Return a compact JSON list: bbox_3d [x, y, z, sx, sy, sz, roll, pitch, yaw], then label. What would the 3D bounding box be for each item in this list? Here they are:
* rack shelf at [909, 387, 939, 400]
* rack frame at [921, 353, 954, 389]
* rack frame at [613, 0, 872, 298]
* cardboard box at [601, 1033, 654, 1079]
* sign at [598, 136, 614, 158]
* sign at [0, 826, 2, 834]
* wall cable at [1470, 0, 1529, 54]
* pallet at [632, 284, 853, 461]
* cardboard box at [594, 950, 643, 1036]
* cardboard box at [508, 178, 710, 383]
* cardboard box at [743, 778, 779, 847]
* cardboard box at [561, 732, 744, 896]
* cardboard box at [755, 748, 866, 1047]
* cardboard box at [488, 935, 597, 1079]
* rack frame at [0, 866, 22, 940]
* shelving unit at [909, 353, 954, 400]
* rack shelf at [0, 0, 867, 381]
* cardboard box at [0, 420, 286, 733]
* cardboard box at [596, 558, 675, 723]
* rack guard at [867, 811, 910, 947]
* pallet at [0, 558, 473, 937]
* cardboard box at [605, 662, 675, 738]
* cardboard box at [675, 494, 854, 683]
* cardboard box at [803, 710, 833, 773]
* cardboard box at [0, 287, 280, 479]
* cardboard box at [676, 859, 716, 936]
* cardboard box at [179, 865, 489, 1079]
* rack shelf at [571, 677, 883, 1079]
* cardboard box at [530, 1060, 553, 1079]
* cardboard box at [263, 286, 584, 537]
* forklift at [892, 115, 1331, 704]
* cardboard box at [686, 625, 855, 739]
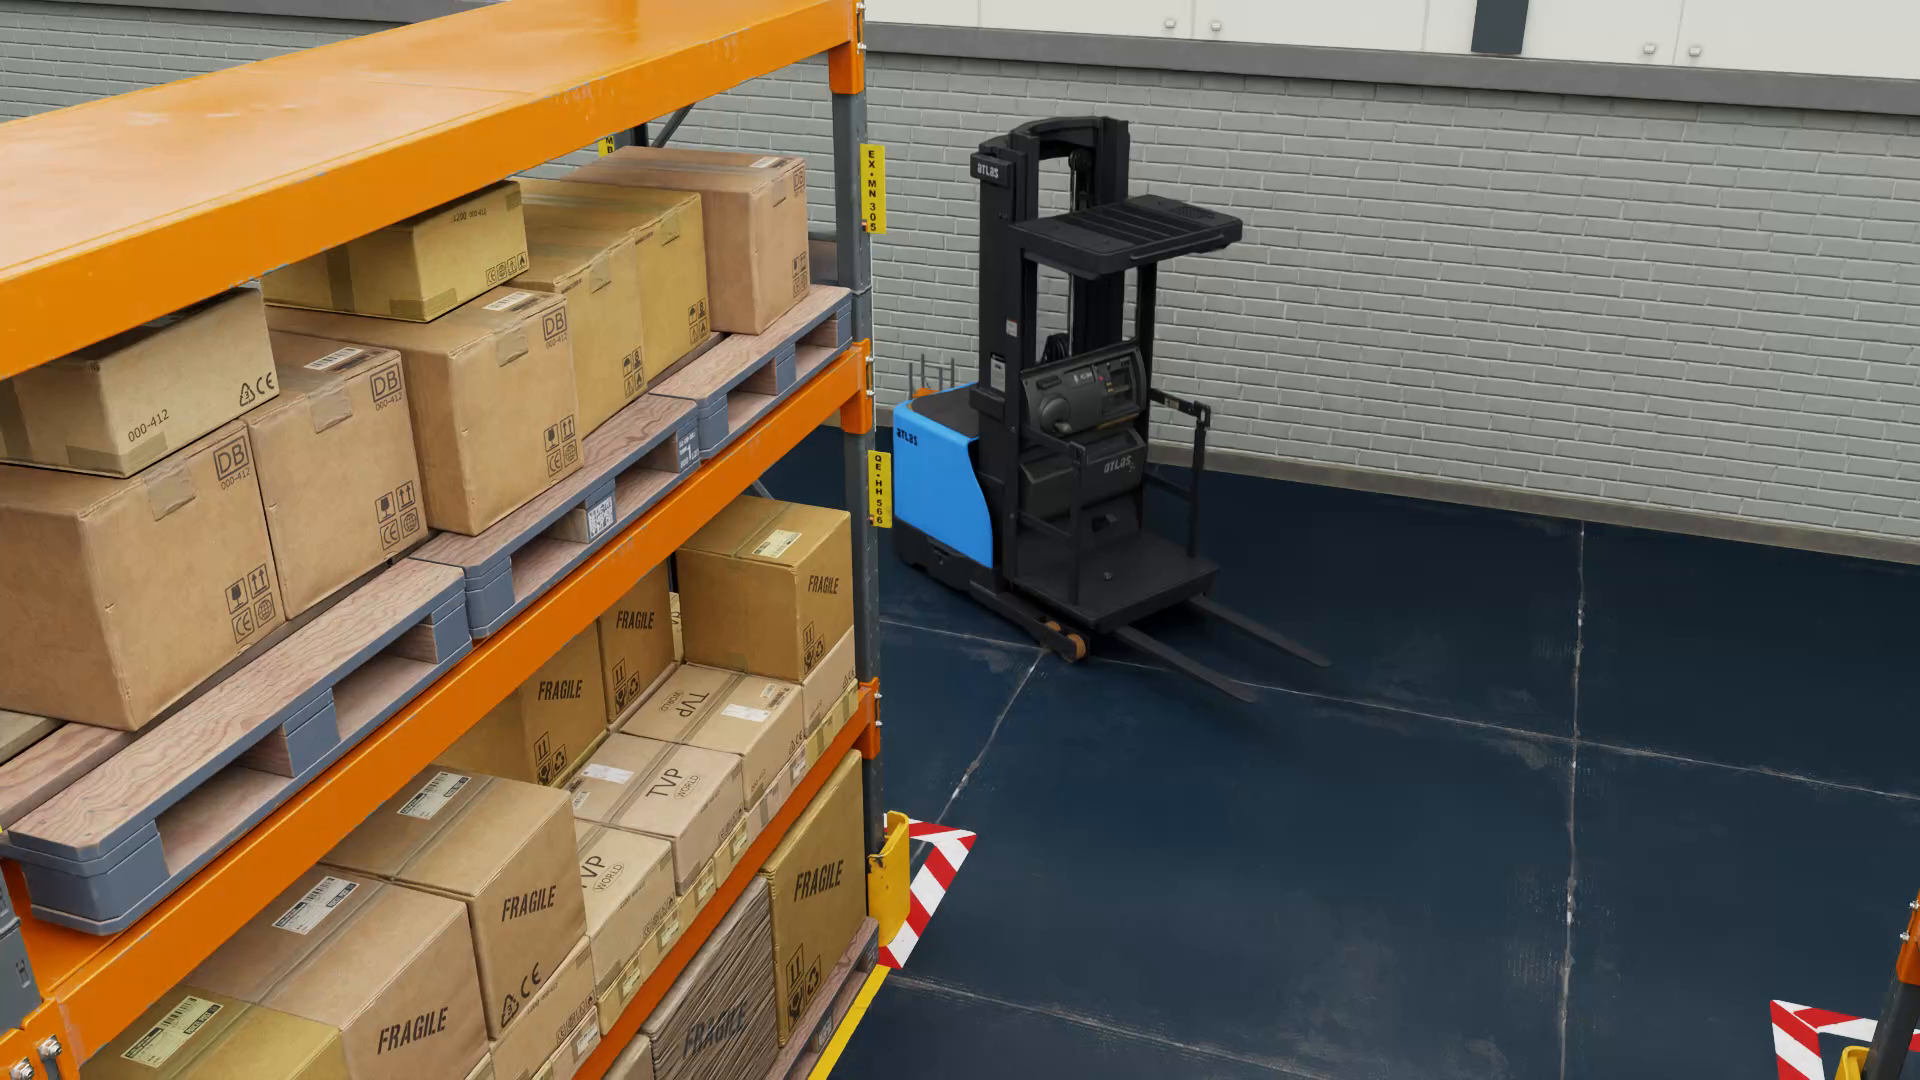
[{"bbox_3d":[-0.186,-0.926,11.062,0.258,0.103,0.180,11,28,22],"label":"rack shelf"},{"bbox_3d":[-0.148,-0.679,11.275,0.240,1.200,0.006,11,28,22],"label":"rack frame"},{"bbox_3d":[-0.828,-2.357,5.793,1.000,3.000,0.127,9,27,17],"label":"rack frame"},{"bbox_3d":[-1.565,2.124,5.377,0.875,0.875,0.875,9,27,17],"label":"cardboard box"},{"bbox_3d":[-1.350,-1.519,6.410,0.100,0.325,0.005,9,27,17],"label":"sign"},{"bbox_3d":[-1.645,0.337,2.716,0.100,0.325,0.005,9,27,17],"label":"sign"},{"bbox_3d":[4.303,-5.629,8.859,2.277,5.999,0.120,9,27,17],"label":"wall cable"},{"bbox_3d":[-1.065,-0.661,5.833,1.003,0.211,1.213,9,27,17],"label":"pallet"},{"bbox_3d":[-1.230,1.385,5.235,0.380,0.149,0.250,8,27,16],"label":"cardboard box"},{"bbox_3d":[-1.252,-0.851,5.412,0.700,0.500,0.500,8,27,16],"label":"cardboard box"},{"bbox_3d":[-0.890,0.963,6.107,0.380,0.149,0.250,9,27,18],"label":"cardboard box"},{"bbox_3d":[-1.078,0.932,5.715,0.500,0.250,0.500,8,27,16],"label":"cardboard box"},{"bbox_3d":[-0.966,1.385,6.904,0.875,0.875,0.875,9,27,17],"label":"cardboard box"},{"bbox_3d":[-1.419,1.348,4.855,0.500,0.250,0.500,9,27,19],"label":"cardboard box"},{"bbox_3d":[-2.160,-0.714,2.398,1.000,3.000,0.127,9,27,17],"label":"rack frame"},{"bbox_3d":[-0.186,-0.642,11.200,0.258,1.200,0.189,11,28,22],"label":"shelving unit"},{"bbox_3d":[-1.494,-1.032,4.339,1.077,0.370,4.000,9,27,17],"label":"rack shelf"},{"bbox_3d":[-1.956,0.027,3.598,0.700,0.500,0.500,7,27,14],"label":"cardboard box"},{"bbox_3d":[-1.409,0.302,6.154,0.500,0.500,0.500,8,27,16],"label":"cardboard box"},{"bbox_3d":[-0.820,1.458,7.665,1.175,0.500,0.348,9,27,17],"label":"rack guard"},{"bbox_3d":[-1.877,0.342,3.762,1.003,0.211,1.213,9,27,17],"label":"pallet"},{"bbox_3d":[-1.410,0.649,6.298,0.500,0.250,0.500,8,27,17],"label":"cardboard box"},{"bbox_3d":[-0.743,0.177,6.412,0.500,0.500,0.500,9,27,18],"label":"cardboard box"},{"bbox_3d":[-0.721,0.757,6.533,0.380,0.149,0.250,9,27,18],"label":"cardboard box"},{"bbox_3d":[-1.840,-0.366,3.549,0.500,0.250,0.500,7,27,14],"label":"cardboard box"},{"bbox_3d":[-1.061,1.176,5.666,0.380,0.149,0.250,9,27,18],"label":"cardboard box"},{"bbox_3d":[-1.588,1.222,4.255,0.500,0.500,0.500,9,27,17],"label":"cardboard box"},{"bbox_3d":[-1.494,1.488,5.559,1.077,0.370,4.000,9,27,17],"label":"rack shelf"},{"bbox_3d":[-1.402,1.596,4.799,0.380,0.149,0.250,8,27,17],"label":"cardboard box"},{"bbox_3d":[-1.465,-0.387,4.455,0.700,0.500,0.500,10,28,20],"label":"cardboard box"},{"bbox_3d":[0.873,-0.848,9.638,1.130,2.935,3.031,-19,32,-34],"label":"forklift"},{"bbox_3d":[-0.739,0.514,6.577,0.500,0.250,0.500,8,27,17],"label":"cardboard box"}]
